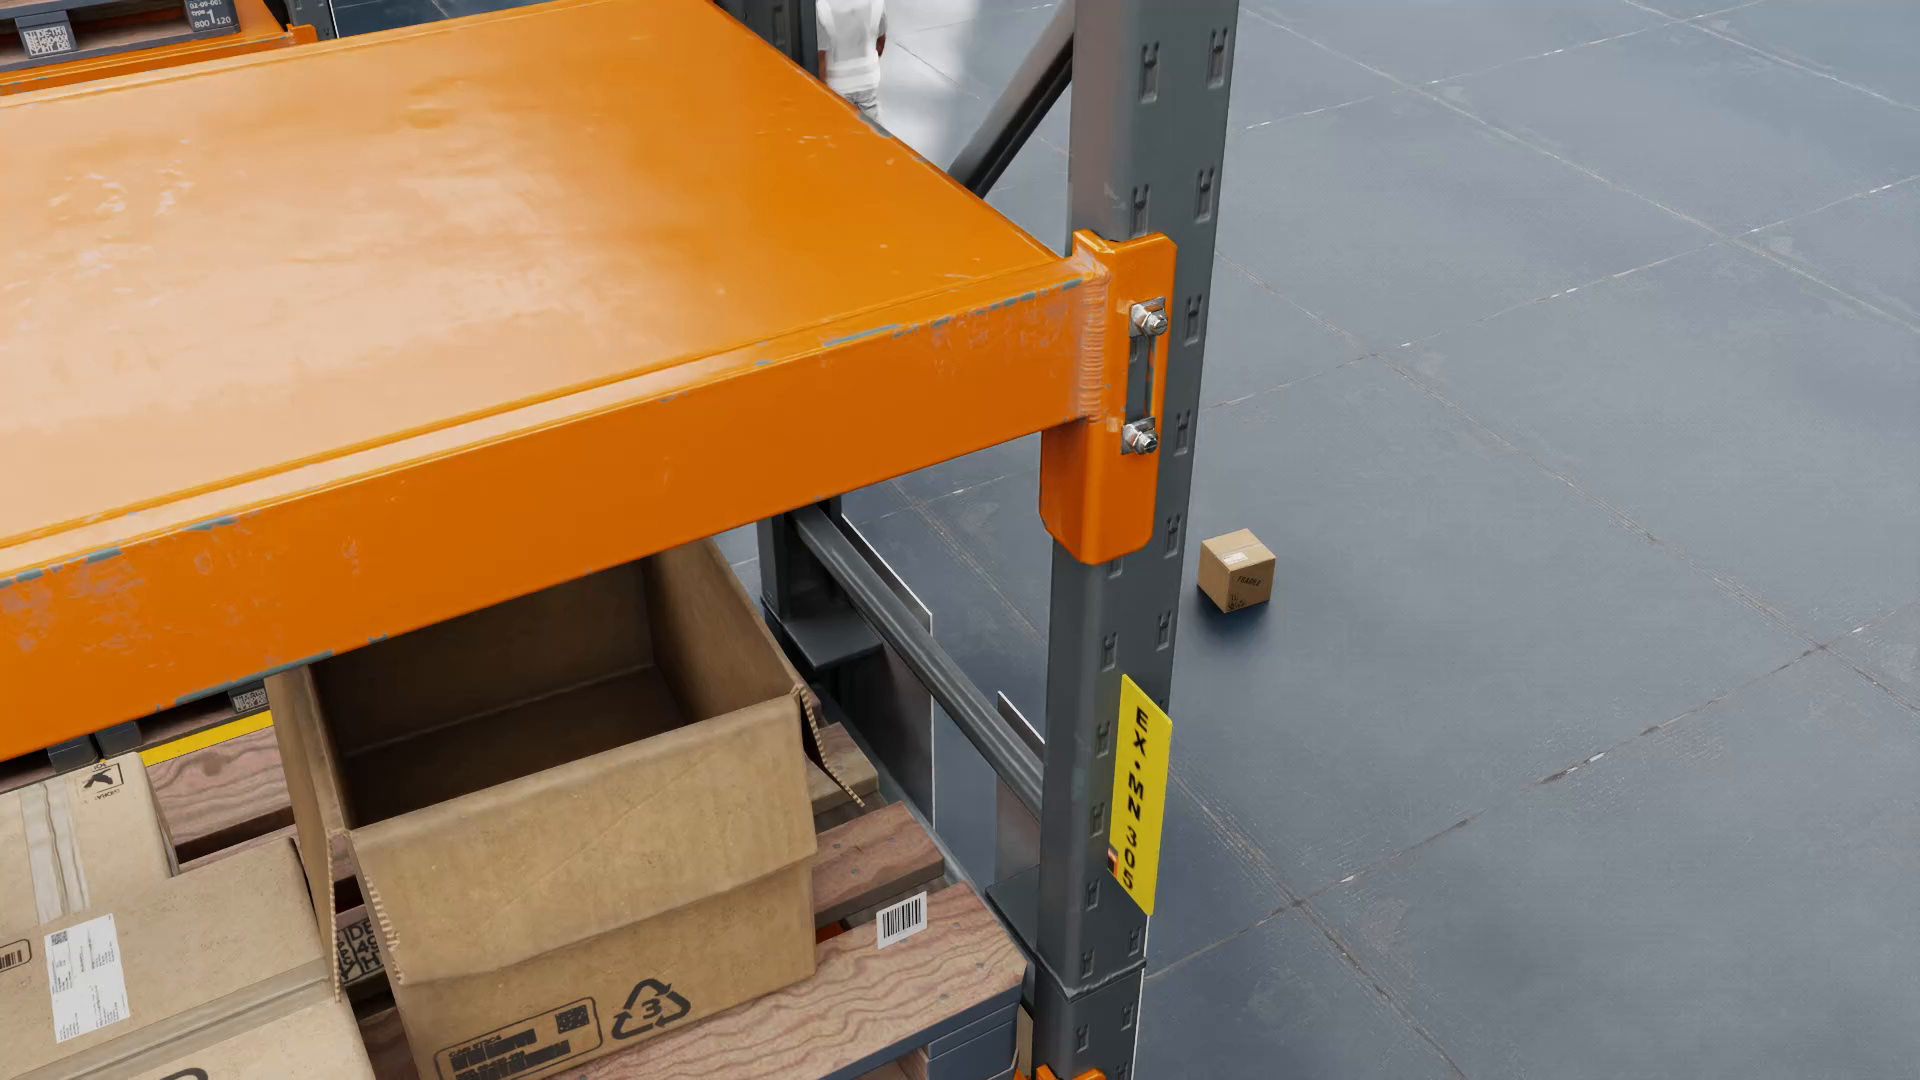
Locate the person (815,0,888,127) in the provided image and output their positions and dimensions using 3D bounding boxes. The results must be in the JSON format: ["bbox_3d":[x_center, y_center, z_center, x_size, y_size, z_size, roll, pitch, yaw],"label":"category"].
[{"bbox_3d":[-0.726,-2.948,10.622,0.541,1.738,1.041,-11,38,-15],"label":"person"}]
